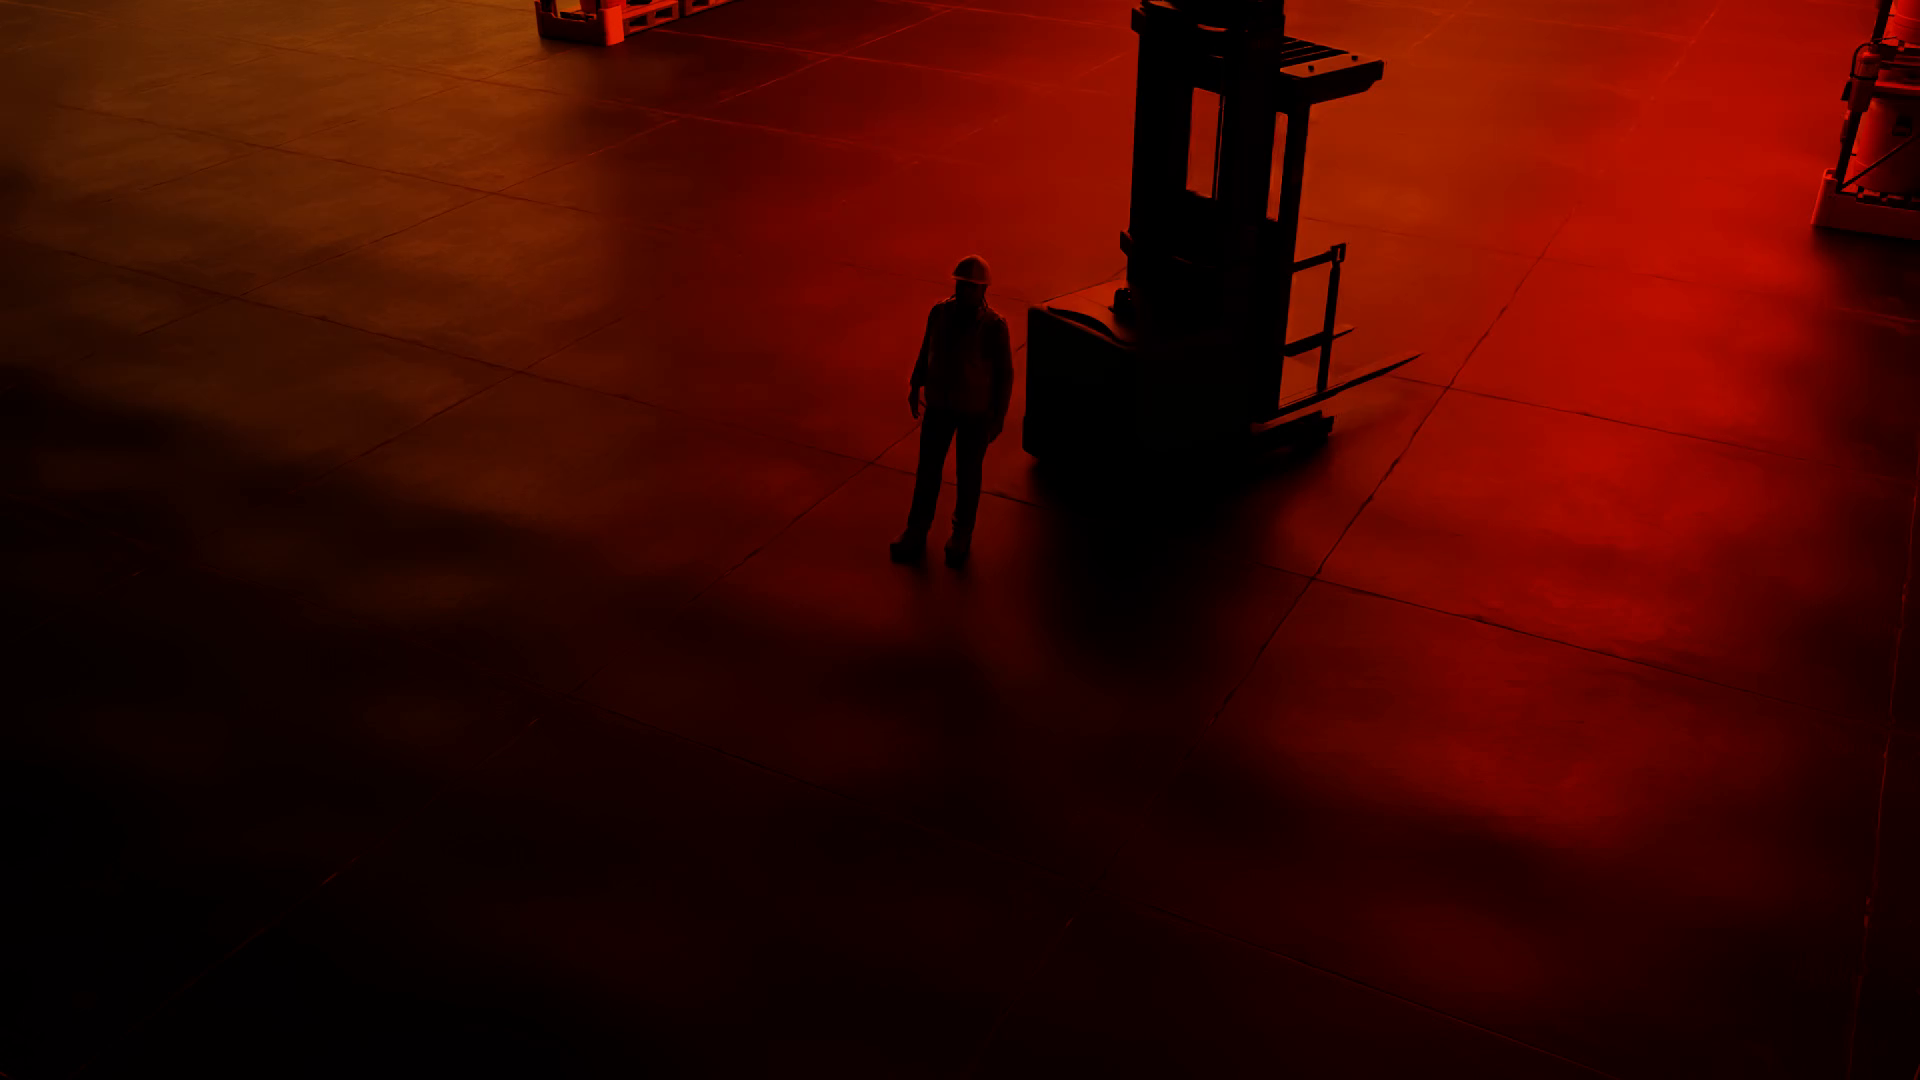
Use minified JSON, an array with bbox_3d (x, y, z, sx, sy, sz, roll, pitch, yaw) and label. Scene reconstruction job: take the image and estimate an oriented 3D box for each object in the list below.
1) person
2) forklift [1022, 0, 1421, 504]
[{"bbox_3d":[-0.037,-0.749,9.511,0.633,1.775,0.566,15,33,25],"label":"person"},{"bbox_3d":[1.886,-2.078,10.671,3.031,2.935,1.130,-21,36,-32],"label":"forklift"}]
